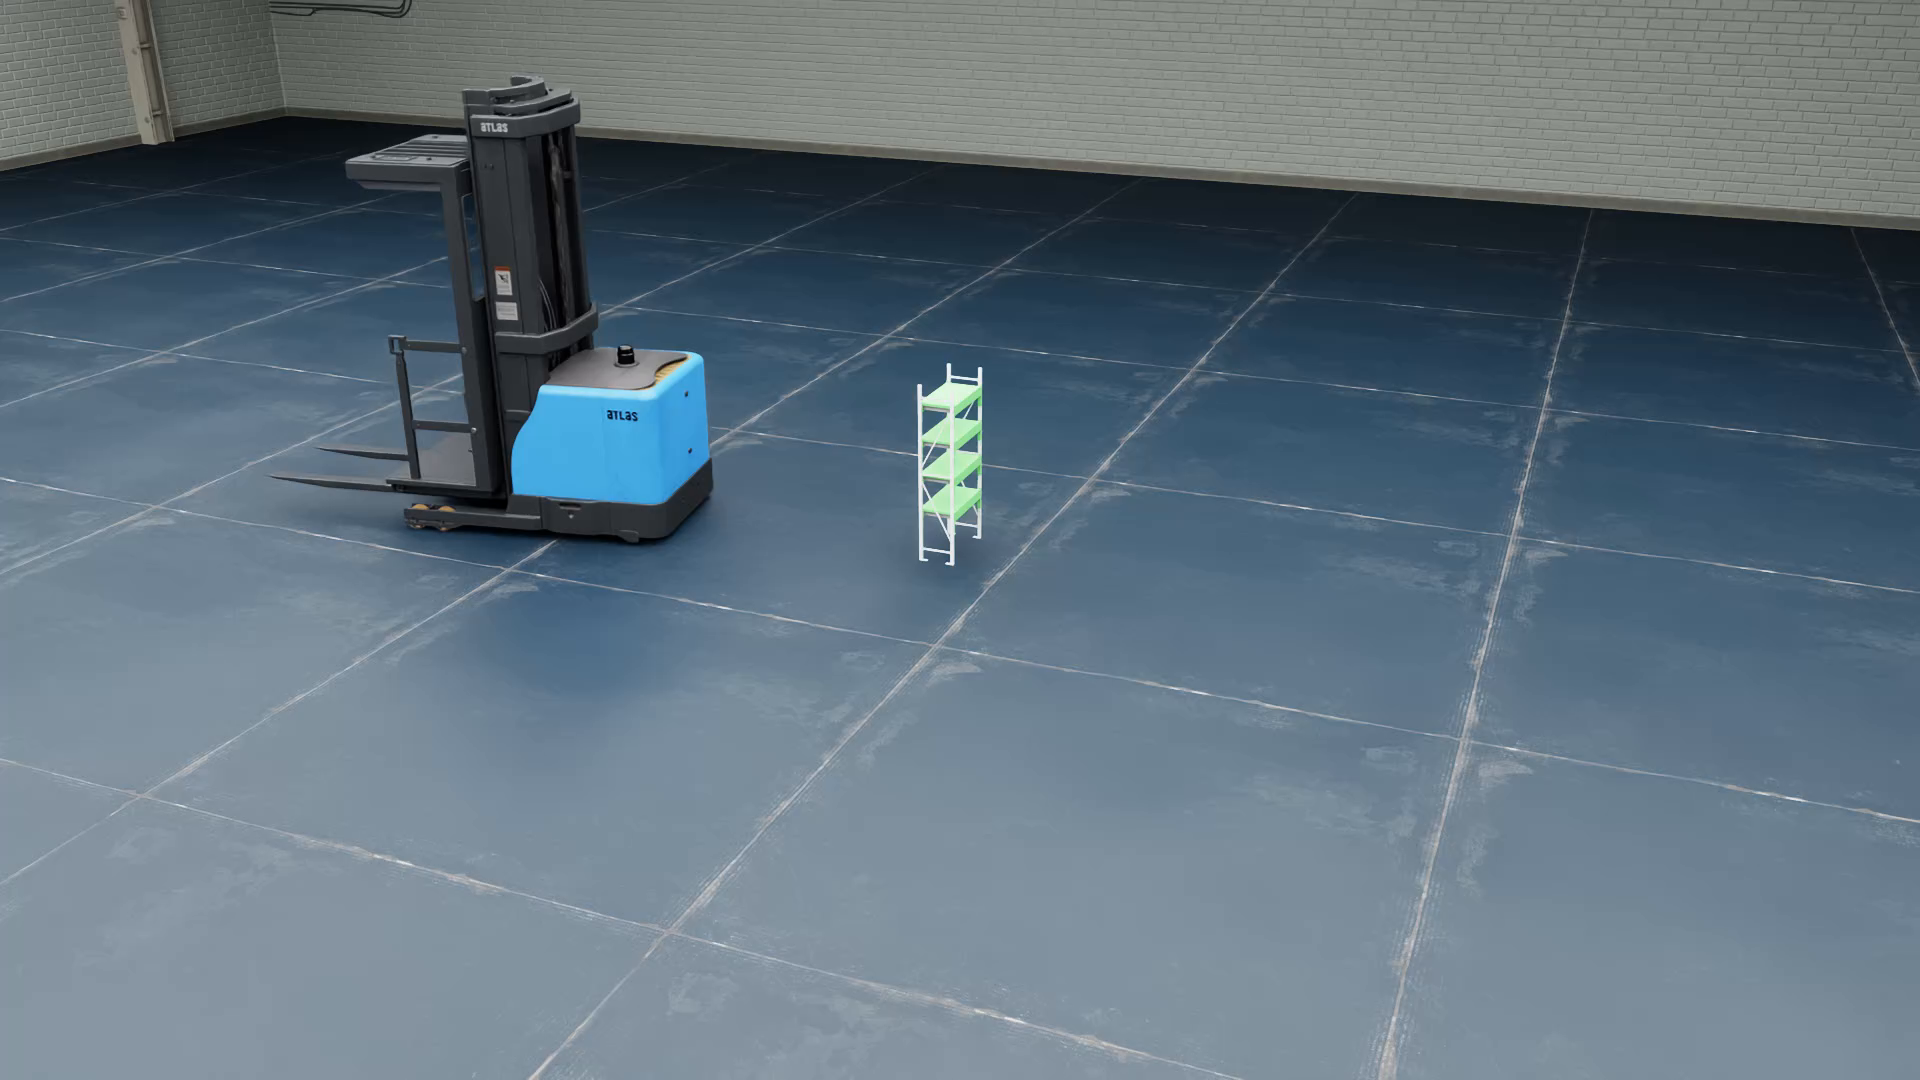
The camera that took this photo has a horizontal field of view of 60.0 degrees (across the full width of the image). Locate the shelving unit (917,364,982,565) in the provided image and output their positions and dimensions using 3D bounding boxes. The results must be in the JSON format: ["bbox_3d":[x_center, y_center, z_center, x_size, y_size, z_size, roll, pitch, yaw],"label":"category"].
[{"bbox_3d":[-0.061,-0.494,10.877,0.258,1.200,0.503,9,24,20],"label":"shelving unit"}]

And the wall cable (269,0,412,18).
[{"bbox_3d":[-10.373,-9.880,27.256,3.097,2.526,0.112,9,24,20],"label":"wall cable"}]

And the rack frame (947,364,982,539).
[{"bbox_3d":[0.029,-0.582,11.086,0.240,1.200,0.015,9,24,20],"label":"rack frame"}]

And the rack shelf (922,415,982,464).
[{"bbox_3d":[-0.062,-0.657,10.809,0.258,0.148,0.480,9,24,20],"label":"rack shelf"}]

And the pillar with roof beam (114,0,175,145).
[{"bbox_3d":[-8.698,-9.831,23.112,9.100,9.000,0.400,9,24,20],"label":"pillar with roof beam"}]

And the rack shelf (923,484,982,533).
[{"bbox_3d":[-0.061,-0.214,10.994,0.258,0.148,0.480,9,24,20],"label":"rack shelf"}]

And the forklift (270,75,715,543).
[{"bbox_3d":[-3.333,-1.606,11.291,3.031,2.935,1.130,5,23,11],"label":"forklift"}]

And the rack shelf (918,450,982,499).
[{"bbox_3d":[-0.061,-0.435,10.902,0.258,0.148,0.480,9,24,20],"label":"rack shelf"}]

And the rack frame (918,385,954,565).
[{"bbox_3d":[-0.152,-0.407,10.668,0.240,1.200,0.015,9,24,20],"label":"rack frame"}]

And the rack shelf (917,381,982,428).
[{"bbox_3d":[-0.062,-0.878,10.717,0.258,0.148,0.480,9,24,20],"label":"rack shelf"}]
